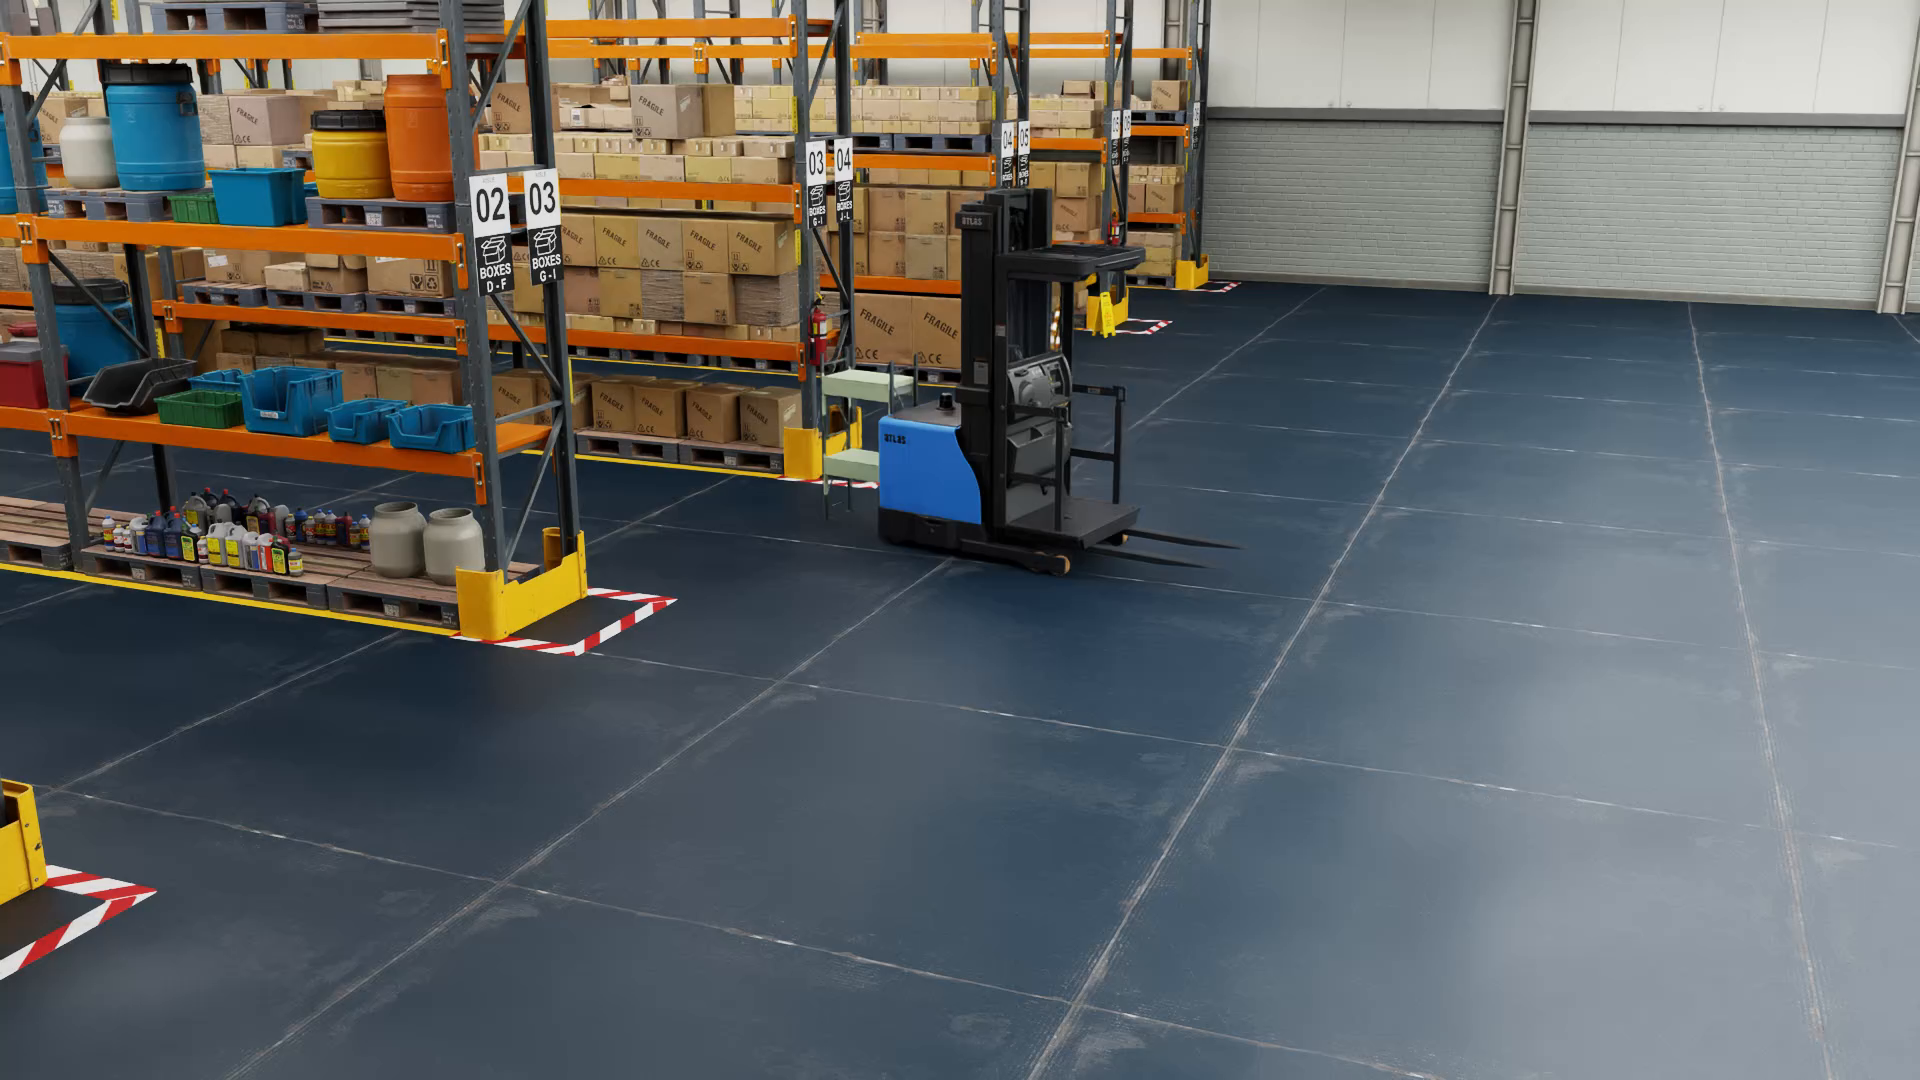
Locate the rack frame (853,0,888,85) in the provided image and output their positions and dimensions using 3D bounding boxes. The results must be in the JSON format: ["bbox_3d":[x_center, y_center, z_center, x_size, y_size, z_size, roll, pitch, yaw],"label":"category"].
[{"bbox_3d":[-1.382,-8.042,25.734,0.127,3.000,1.000,6,17,21],"label":"rack frame"}]

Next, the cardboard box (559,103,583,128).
[{"bbox_3d":[-5.289,-5.688,22.235,0.500,0.311,0.500,6,17,20],"label":"cardboard box"}]

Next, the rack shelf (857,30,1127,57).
[{"bbox_3d":[0.479,-7.490,25.130,4.000,0.370,1.077,6,17,21],"label":"rack shelf"}]

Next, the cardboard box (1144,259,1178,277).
[{"bbox_3d":[3.604,-4.887,29.805,0.500,0.250,0.500,6,17,21],"label":"cardboard box"}]

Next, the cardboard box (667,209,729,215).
[{"bbox_3d":[-2.637,-3.083,16.908,0.500,0.500,0.500,6,17,21],"label":"cardboard box"}]

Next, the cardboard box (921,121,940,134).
[{"bbox_3d":[-0.290,-5.025,20.241,0.250,0.149,0.380,7,17,21],"label":"cardboard box"}]

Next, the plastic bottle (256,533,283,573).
[{"bbox_3d":[-5.208,0.093,12.570,0.135,0.276,0.152,6,17,21],"label":"plastic bottle"}]

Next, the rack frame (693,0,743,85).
[{"bbox_3d":[-3.104,-6.748,21.276,0.127,3.000,1.000,6,17,21],"label":"rack frame"}]

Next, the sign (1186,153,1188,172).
[{"bbox_3d":[3.945,-6.570,28.922,0.005,0.325,0.100,6,17,21],"label":"sign"}]

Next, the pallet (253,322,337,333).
[{"bbox_3d":[-9.821,-3.267,25.047,1.213,0.211,1.003,6,17,21],"label":"pallet"}]

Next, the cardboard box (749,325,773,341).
[{"bbox_3d":[-1.870,-2.062,16.347,0.250,0.149,0.380,6,17,21],"label":"cardboard box"}]

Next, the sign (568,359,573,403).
[{"bbox_3d":[-2.909,-1.172,12.334,0.005,0.325,0.100,6,17,21],"label":"sign"}]

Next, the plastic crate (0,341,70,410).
[{"bbox_3d":[-7.398,-1.307,13.181,0.583,0.464,0.402,6,17,21],"label":"plastic crate"}]

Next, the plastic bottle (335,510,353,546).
[{"bbox_3d":[-4.891,-0.098,13.214,0.133,0.283,0.061,7,17,22],"label":"plastic bottle"}]

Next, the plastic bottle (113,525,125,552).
[{"bbox_3d":[-6.605,-0.017,13.081,0.097,0.201,0.097,0,16,0],"label":"plastic bottle"}]

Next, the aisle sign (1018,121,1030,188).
[{"bbox_3d":[0.793,-4.777,20.584,0.004,0.787,0.394,6,17,21],"label":"aisle sign"}]

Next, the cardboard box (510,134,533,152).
[{"bbox_3d":[-4.311,-3.994,16.727,0.250,0.149,0.380,6,17,21],"label":"cardboard box"}]

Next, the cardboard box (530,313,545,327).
[{"bbox_3d":[-4.222,-2.300,17.165,0.250,0.149,0.380,6,17,21],"label":"cardboard box"}]

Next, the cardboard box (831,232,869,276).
[{"bbox_3d":[-1.248,-3.740,21.406,0.500,0.550,0.875,6,17,21],"label":"cardboard box"}]

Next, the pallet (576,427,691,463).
[{"bbox_3d":[-3.242,-1.068,17.472,1.213,0.211,1.003,6,17,21],"label":"pallet"}]

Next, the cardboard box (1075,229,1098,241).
[{"bbox_3d":[1.913,-4.614,25.137,0.250,0.149,0.380,7,18,22],"label":"cardboard box"}]

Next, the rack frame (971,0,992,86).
[{"bbox_3d":[0.436,-9.330,30.170,0.127,3.000,1.000,6,17,21],"label":"rack frame"}]

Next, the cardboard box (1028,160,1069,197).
[{"bbox_3d":[1.316,-5.472,25.136,0.500,0.500,0.700,6,17,21],"label":"cardboard box"}]

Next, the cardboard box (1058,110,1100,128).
[{"bbox_3d":[1.764,-6.245,24.662,0.500,0.250,0.500,6,17,20],"label":"cardboard box"}]

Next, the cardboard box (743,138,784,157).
[{"bbox_3d":[-1.869,-3.746,15.870,0.250,0.149,0.380,6,17,19],"label":"cardboard box"}]

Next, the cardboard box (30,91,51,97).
[{"bbox_3d":[-14.050,-6.802,25.501,0.250,0.149,0.380,6,17,20],"label":"cardboard box"}]

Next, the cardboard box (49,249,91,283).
[{"bbox_3d":[-10.235,-3.139,19.426,0.500,0.500,0.500,6,17,19],"label":"cardboard box"}]

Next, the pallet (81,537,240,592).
[{"bbox_3d":[-6.226,0.113,13.407,1.213,0.211,1.003,6,17,21],"label":"pallet"}]

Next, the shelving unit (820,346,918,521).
[{"bbox_3d":[-0.787,-0.885,14.533,0.755,1.500,0.431,10,19,31],"label":"shelving unit"}]

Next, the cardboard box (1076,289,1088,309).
[{"bbox_3d":[1.690,-3.787,26.017,0.500,0.250,0.500,6,17,20],"label":"cardboard box"}]

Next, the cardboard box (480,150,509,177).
[{"bbox_3d":[-4.693,-3.847,16.933,0.500,0.250,0.500,6,17,18],"label":"cardboard box"}]

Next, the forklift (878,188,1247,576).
[{"bbox_3d":[0.822,-1.289,13.358,3.031,2.935,1.130,10,19,31],"label":"forklift"}]

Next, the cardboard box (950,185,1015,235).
[{"bbox_3d":[0.286,-4.096,20.697,0.550,0.550,0.875,6,17,21],"label":"cardboard box"}]

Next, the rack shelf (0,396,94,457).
[{"bbox_3d":[-8.696,-1.165,14.097,4.000,0.370,1.077,6,17,21],"label":"rack shelf"}]

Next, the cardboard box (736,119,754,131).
[{"bbox_3d":[-2.649,-5.285,21.135,0.250,0.149,0.380,6,17,21],"label":"cardboard box"}]

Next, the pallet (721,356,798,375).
[{"bbox_3d":[-2.426,-2.429,22.164,1.213,0.211,1.003,6,17,21],"label":"pallet"}]

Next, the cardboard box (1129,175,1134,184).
[{"bbox_3d":[3.038,-6.451,29.671,0.250,0.149,0.380,6,17,20],"label":"cardboard box"}]

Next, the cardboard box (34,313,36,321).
[{"bbox_3d":[-10.200,-2.350,19.947,0.875,0.875,1.225,6,17,21],"label":"cardboard box"}]

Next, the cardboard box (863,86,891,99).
[{"bbox_3d":[-1.004,-5.487,20.400,0.250,0.149,0.380,6,17,20],"label":"cardboard box"}]

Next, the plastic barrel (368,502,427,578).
[{"bbox_3d":[-4.221,-0.003,12.511,0.421,0.512,0.421,0,16,0],"label":"plastic barrel"}]

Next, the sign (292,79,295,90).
[{"bbox_3d":[-12.333,-8.355,30.748,0.005,0.325,0.100,6,17,21],"label":"sign"}]

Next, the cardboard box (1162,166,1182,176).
[{"bbox_3d":[3.746,-6.524,29.389,0.250,0.149,0.380,6,17,21],"label":"cardboard box"}]

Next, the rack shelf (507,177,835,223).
[{"bbox_3d":[-3.158,-3.481,16.695,4.000,0.370,1.077,6,17,21],"label":"rack shelf"}]

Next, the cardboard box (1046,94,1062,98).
[{"bbox_3d":[1.705,-7.844,29.740,0.258,0.266,0.396,6,17,19],"label":"cardboard box"}]

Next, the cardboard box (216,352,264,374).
[{"bbox_3d":[-8.109,-1.947,19.196,0.500,0.500,0.700,5,17,18],"label":"cardboard box"}]

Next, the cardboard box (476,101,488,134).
[{"bbox_3d":[-5.419,-4.356,17.480,0.637,0.503,0.797,5,17,18],"label":"cardboard box"}]

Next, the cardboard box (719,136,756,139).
[{"bbox_3d":[-2.182,-3.921,16.475,0.250,0.149,0.380,7,18,23],"label":"cardboard box"}]

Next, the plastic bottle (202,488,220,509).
[{"bbox_3d":[-6.131,-0.254,13.631,0.185,0.351,0.144,6,17,19],"label":"plastic bottle"}]

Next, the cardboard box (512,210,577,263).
[{"bbox_3d":[-4.227,-3.099,16.962,0.500,0.500,0.500,6,17,21],"label":"cardboard box"}]

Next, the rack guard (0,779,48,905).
[{"bbox_3d":[-4.913,1.590,7.799,0.348,0.500,1.175,6,17,21],"label":"rack guard"}]

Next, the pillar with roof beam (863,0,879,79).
[{"bbox_3d":[-3.321,-8.723,28.079,0.400,9.000,9.100,6,17,21],"label":"pillar with roof beam"}]

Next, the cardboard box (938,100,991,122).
[{"bbox_3d":[0.059,-5.196,20.115,0.500,0.250,0.500,7,17,21],"label":"cardboard box"}]
